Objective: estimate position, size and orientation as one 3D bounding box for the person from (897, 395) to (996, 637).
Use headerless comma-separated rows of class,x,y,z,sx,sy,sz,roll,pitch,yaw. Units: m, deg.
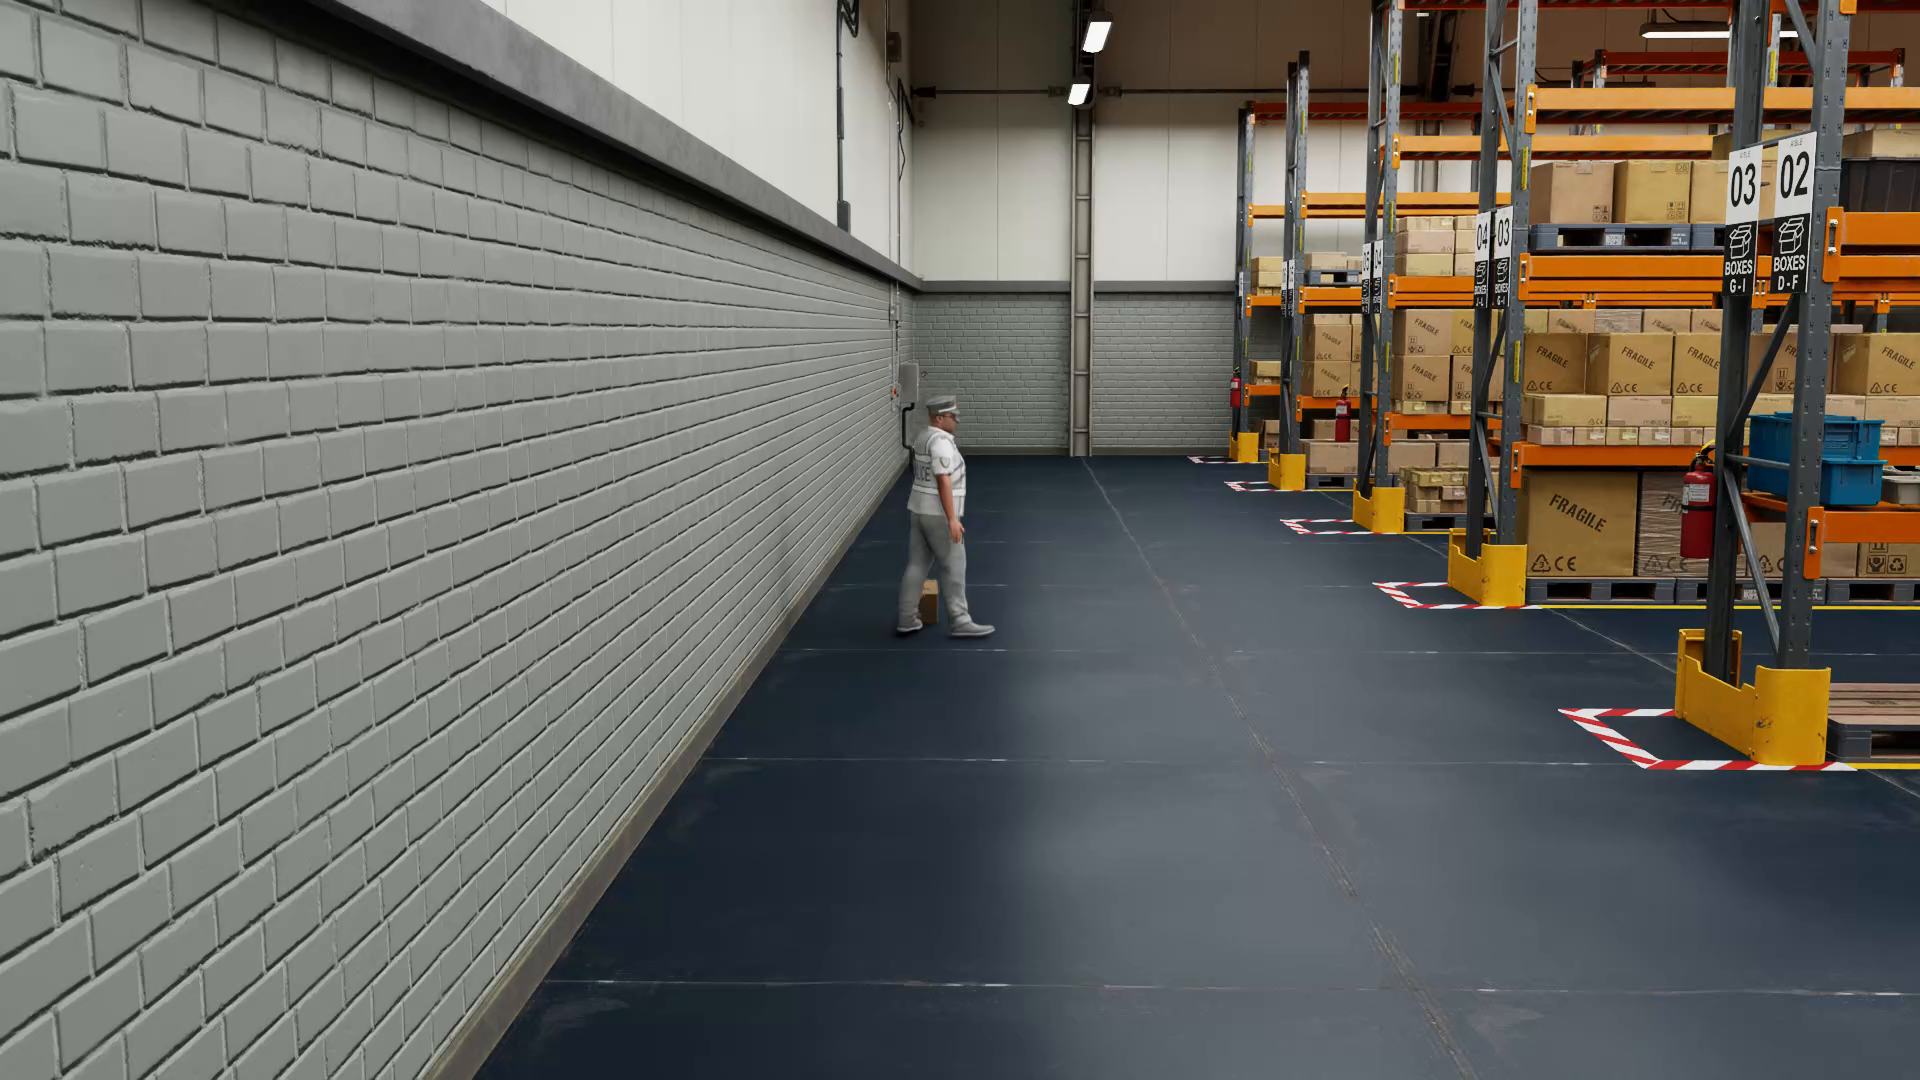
person,-0.116,-0.177,12.056,0.642,1.745,0.658,-3,8,-23
